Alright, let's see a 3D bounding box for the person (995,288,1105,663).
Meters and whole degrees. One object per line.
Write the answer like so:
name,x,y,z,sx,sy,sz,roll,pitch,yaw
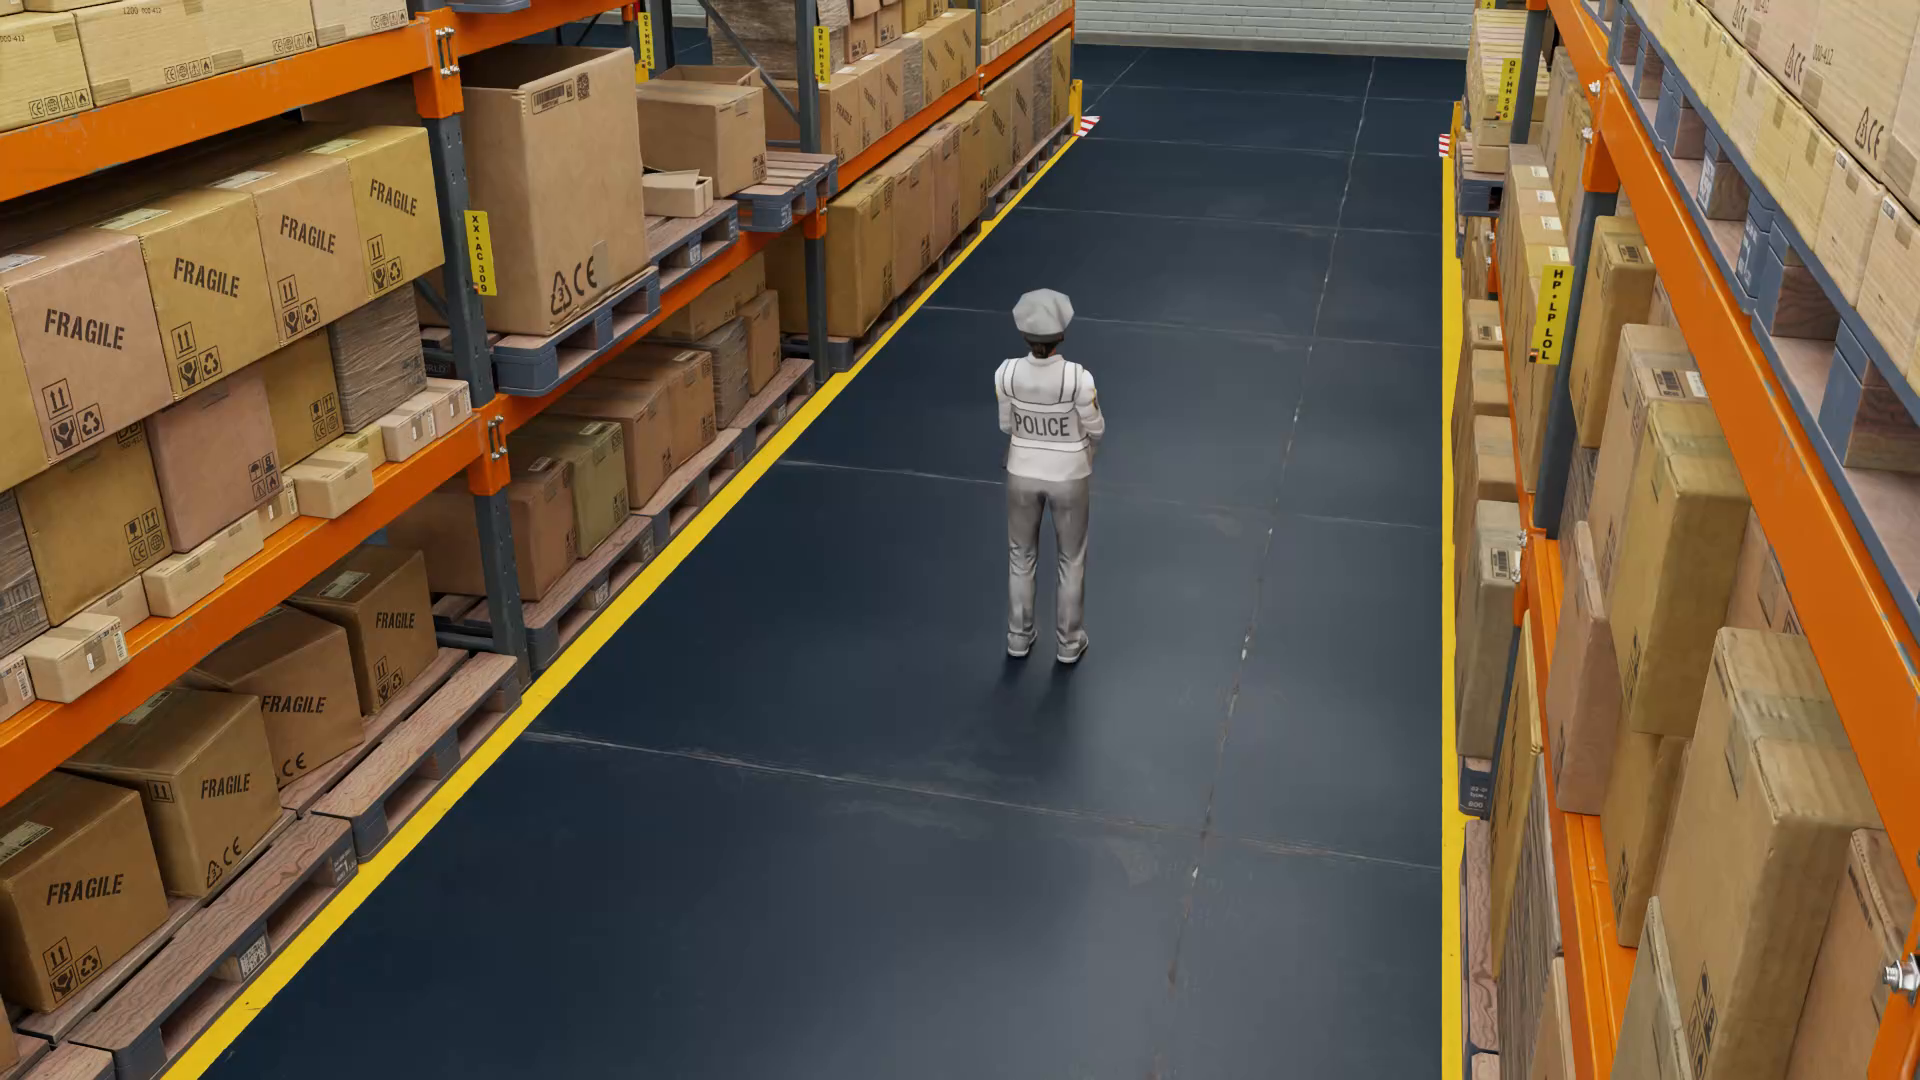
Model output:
person,0.393,-0.290,7.190,0.459,1.686,0.556,7,26,14
